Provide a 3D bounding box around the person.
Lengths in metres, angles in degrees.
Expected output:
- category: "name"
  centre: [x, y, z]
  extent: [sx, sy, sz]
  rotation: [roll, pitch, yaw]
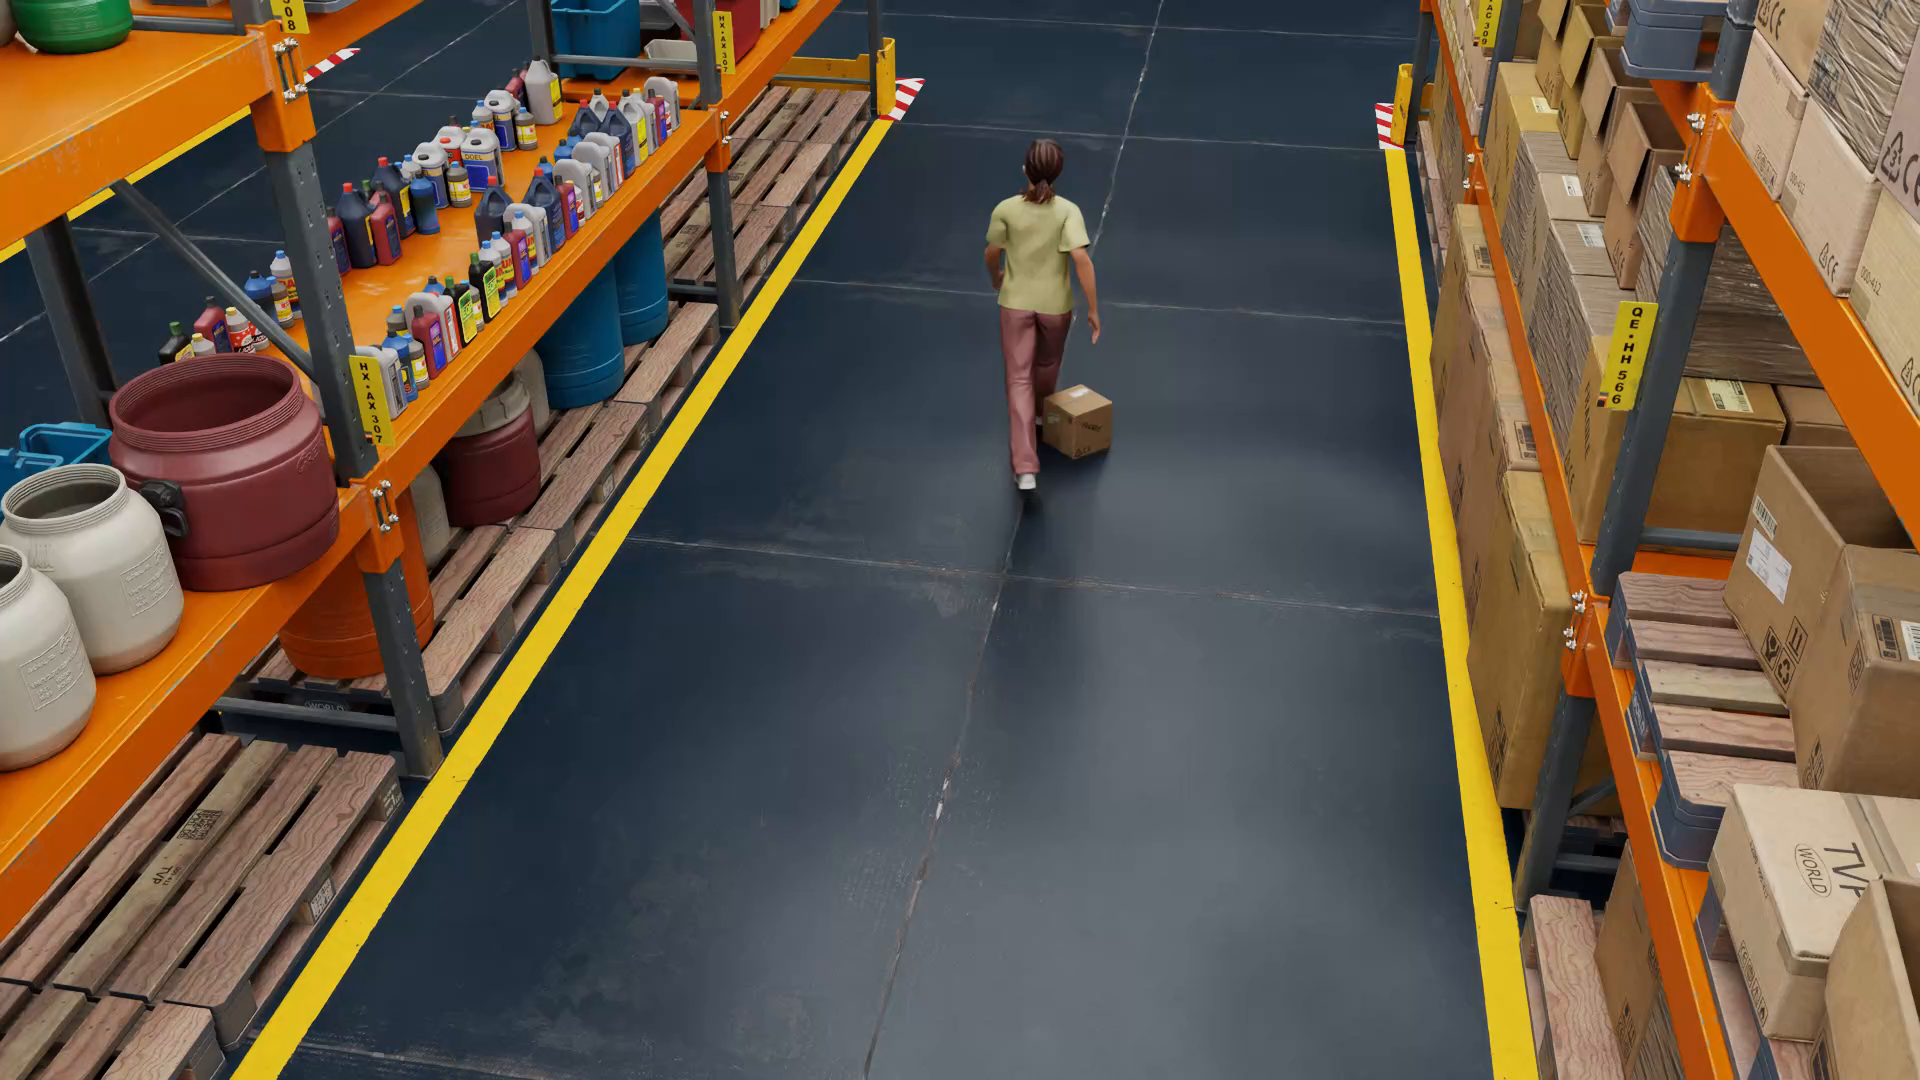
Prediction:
- category: "person"
  centre: [0.384, -1.120, 7.934]
  extent: [0.542, 1.600, 1.110]
  rotation: [0, 33, 0]
